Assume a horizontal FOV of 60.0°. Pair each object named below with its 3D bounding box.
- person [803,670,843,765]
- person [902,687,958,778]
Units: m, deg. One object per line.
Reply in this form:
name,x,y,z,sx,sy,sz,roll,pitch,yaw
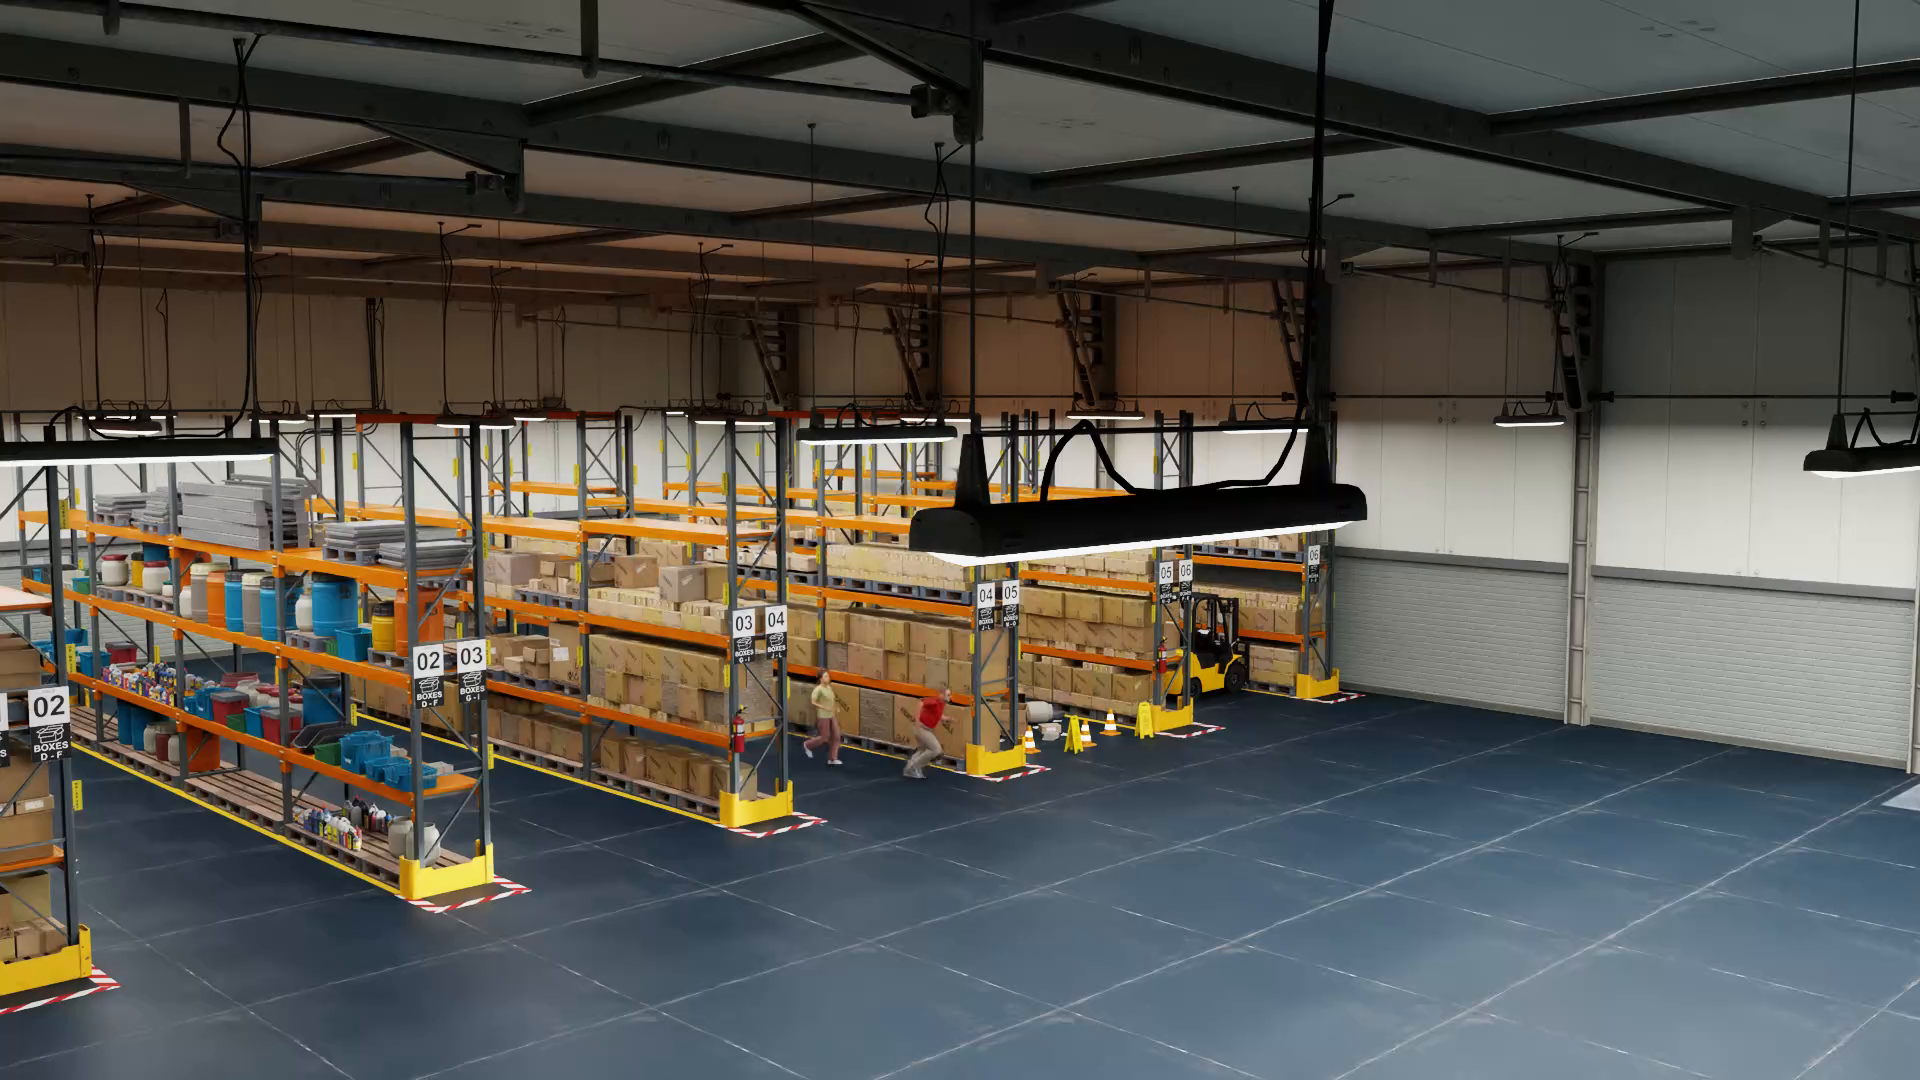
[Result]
person,-2.342,3.126,28.576,0.758,1.448,0.562,3,6,32
person,-0.505,3.221,27.343,0.921,1.458,0.697,1,5,15
